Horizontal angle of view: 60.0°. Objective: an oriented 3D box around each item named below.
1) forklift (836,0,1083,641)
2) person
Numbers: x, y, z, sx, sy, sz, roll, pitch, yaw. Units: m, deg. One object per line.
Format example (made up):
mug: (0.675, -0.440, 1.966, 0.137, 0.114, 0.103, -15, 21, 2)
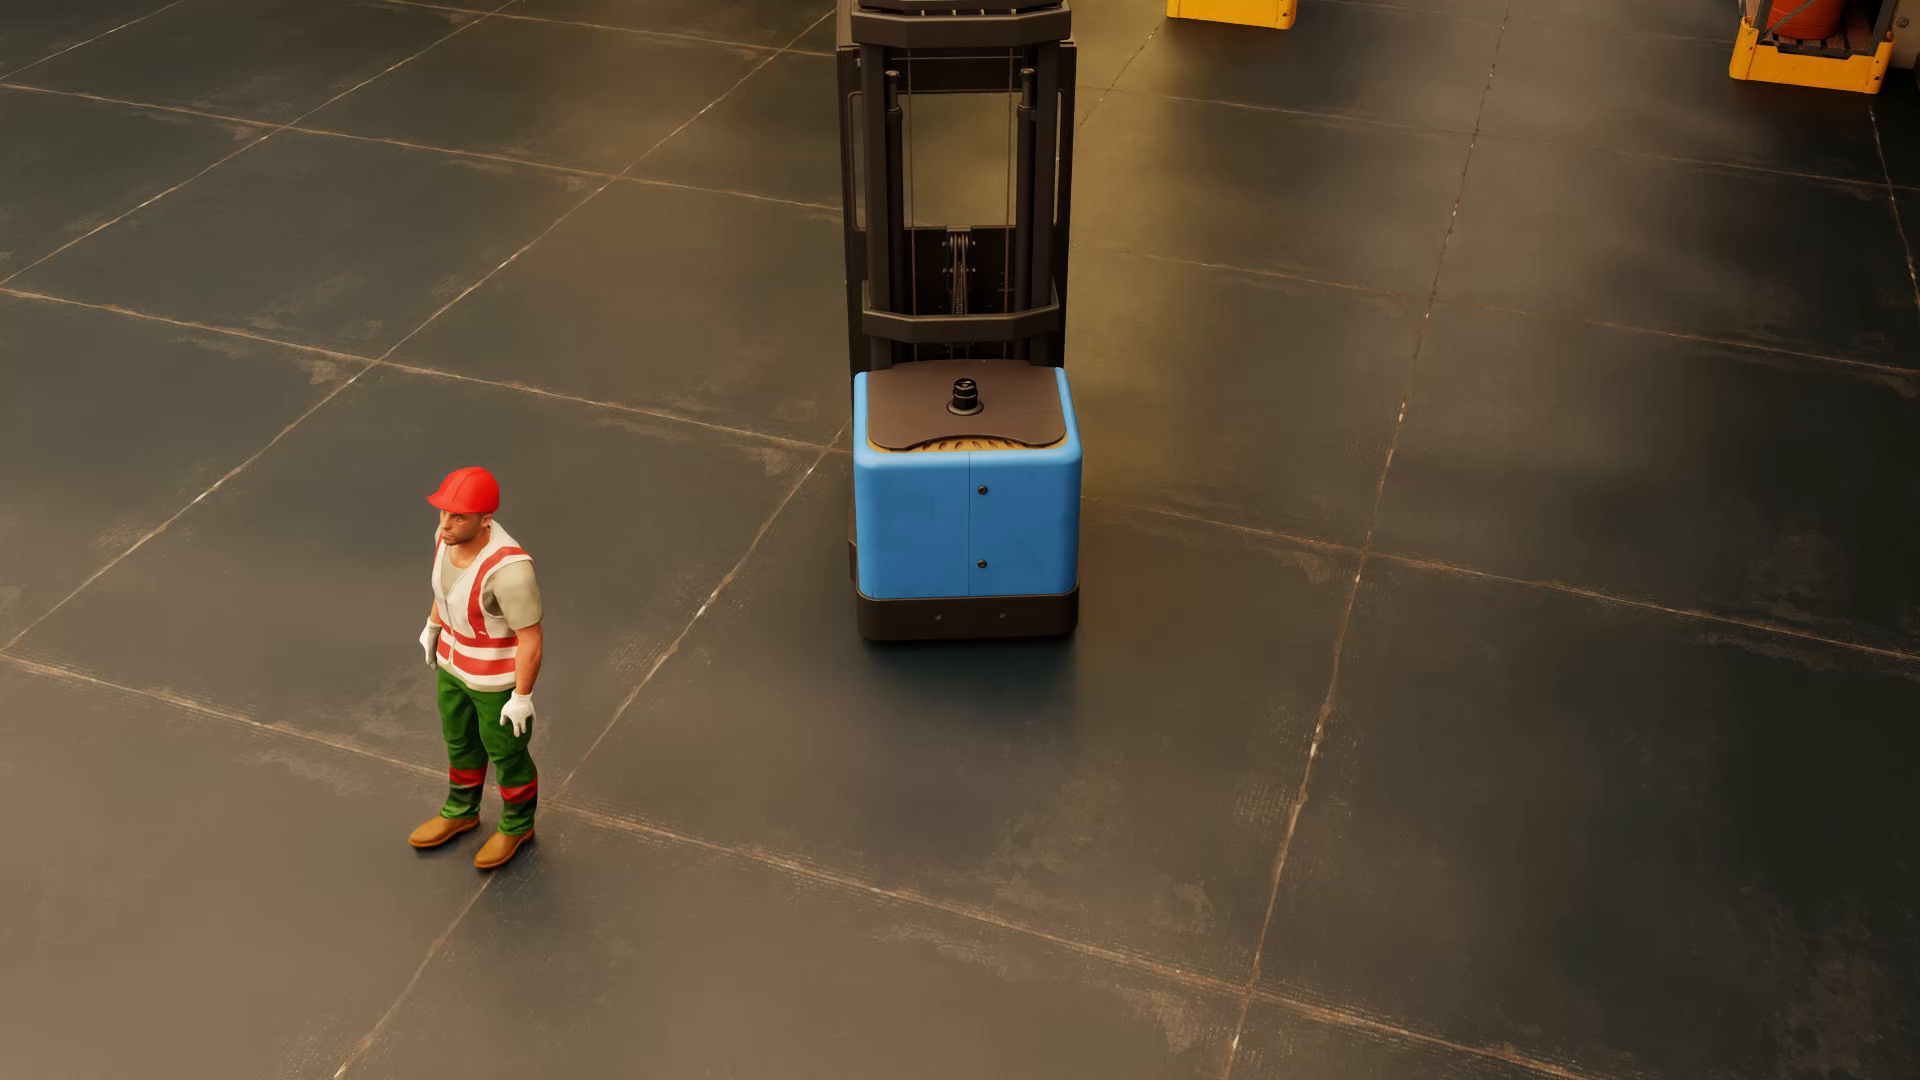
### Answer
forklift: (-0.029, -1.547, 8.293, 1.130, 2.935, 3.031, -2, 35, -2)
person: (-1.883, 0.521, 6.353, 0.637, 1.788, 0.560, 28, 44, 33)
